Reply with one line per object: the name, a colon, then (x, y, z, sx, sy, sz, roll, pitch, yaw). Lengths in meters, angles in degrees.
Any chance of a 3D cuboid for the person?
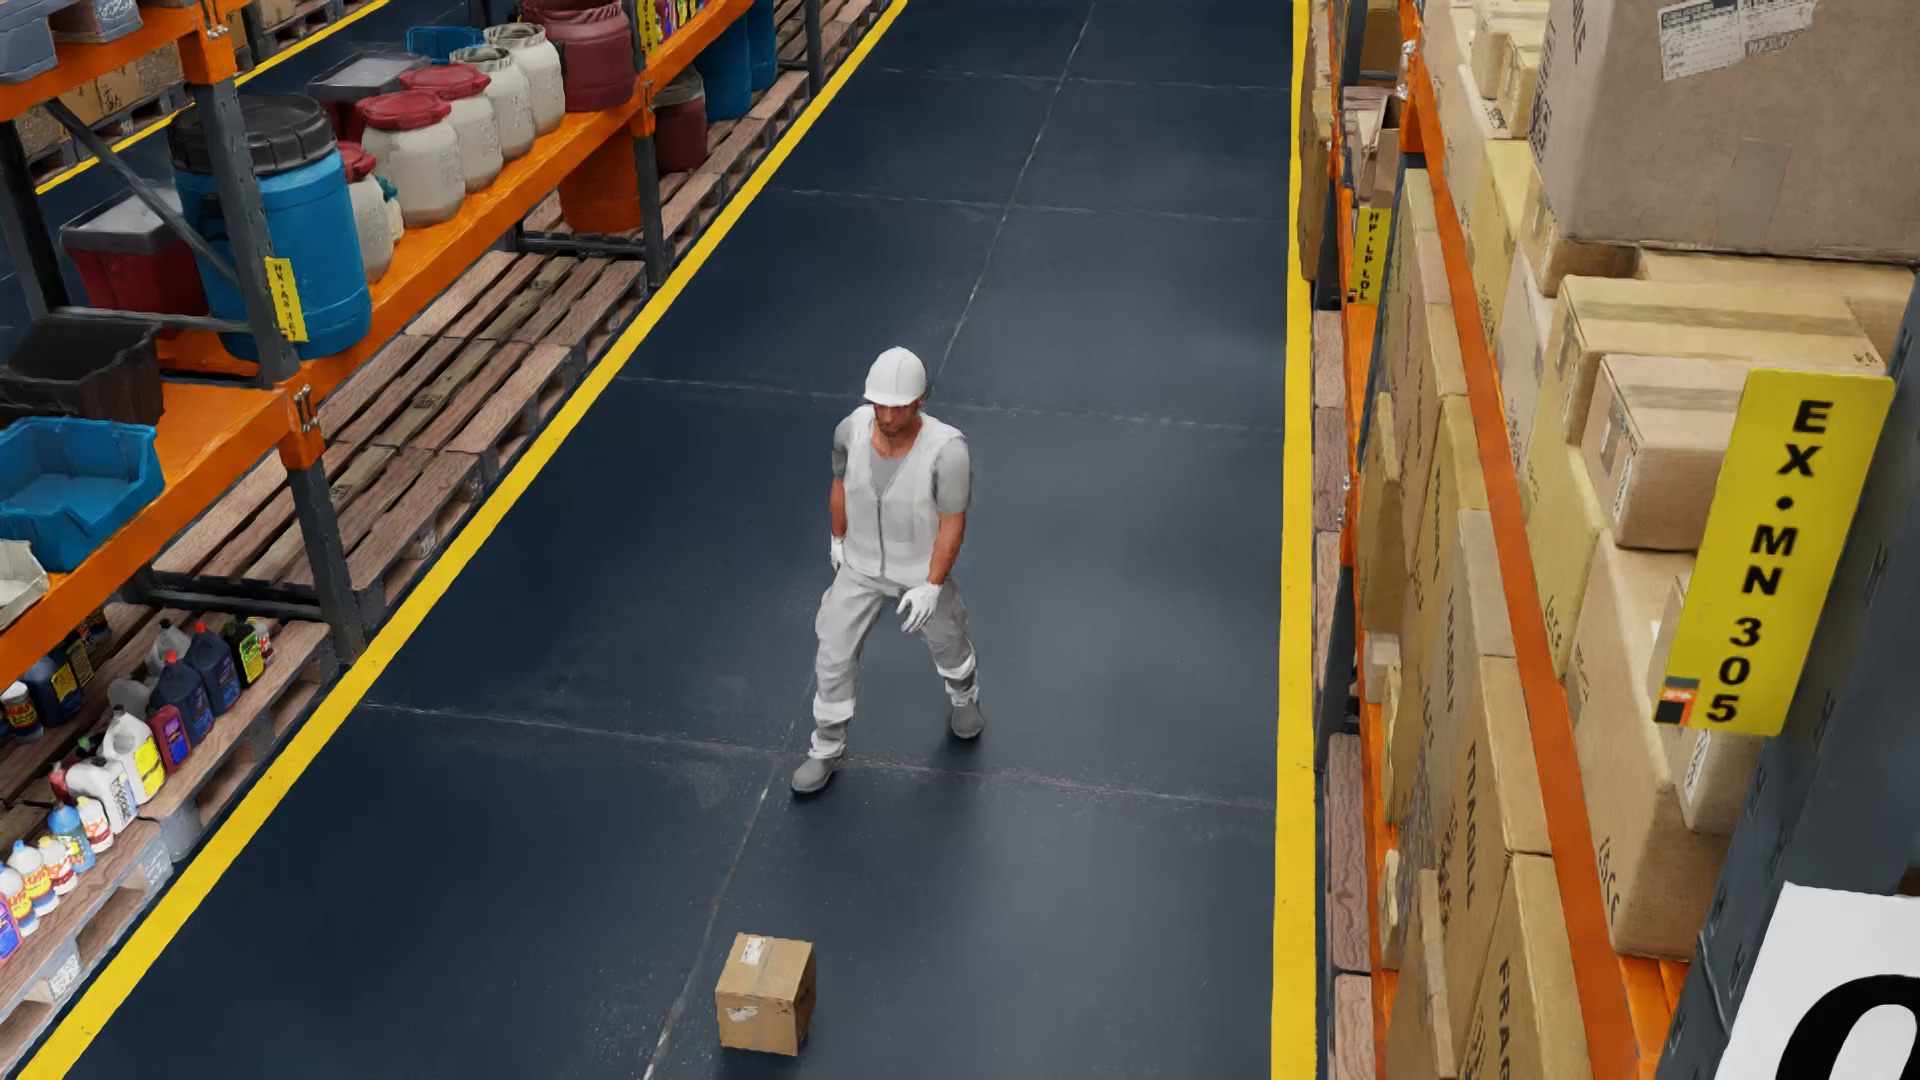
person: (-0.247, 0.088, 6.004, 0.611, 1.755, 0.805, 10, 34, 16)
